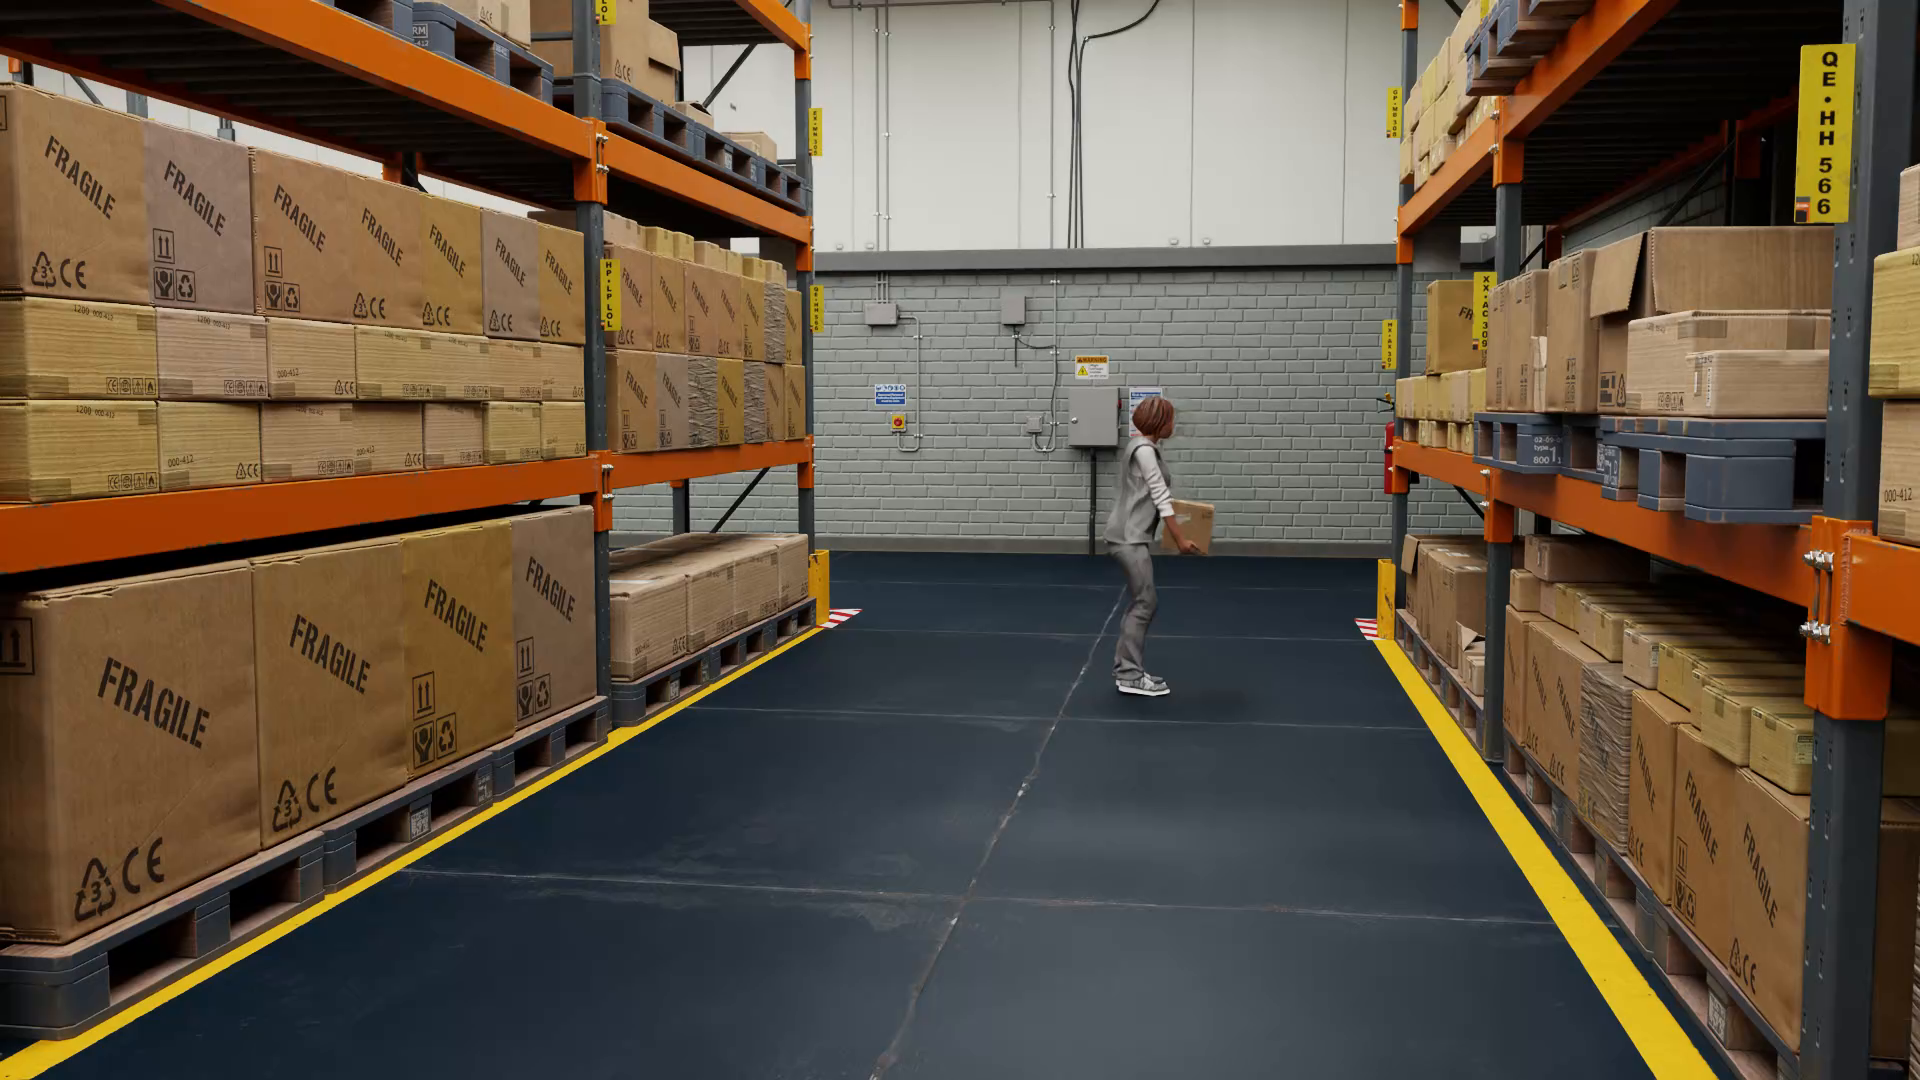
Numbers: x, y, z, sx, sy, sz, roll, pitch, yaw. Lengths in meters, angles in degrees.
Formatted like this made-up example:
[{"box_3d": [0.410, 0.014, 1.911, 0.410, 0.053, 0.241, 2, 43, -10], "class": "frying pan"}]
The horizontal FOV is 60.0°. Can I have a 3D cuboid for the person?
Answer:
[{"box_3d": [1.017, 0.029, 8.876, 0.515, 1.587, 0.373, 1, 5, 8], "class": "person"}]
